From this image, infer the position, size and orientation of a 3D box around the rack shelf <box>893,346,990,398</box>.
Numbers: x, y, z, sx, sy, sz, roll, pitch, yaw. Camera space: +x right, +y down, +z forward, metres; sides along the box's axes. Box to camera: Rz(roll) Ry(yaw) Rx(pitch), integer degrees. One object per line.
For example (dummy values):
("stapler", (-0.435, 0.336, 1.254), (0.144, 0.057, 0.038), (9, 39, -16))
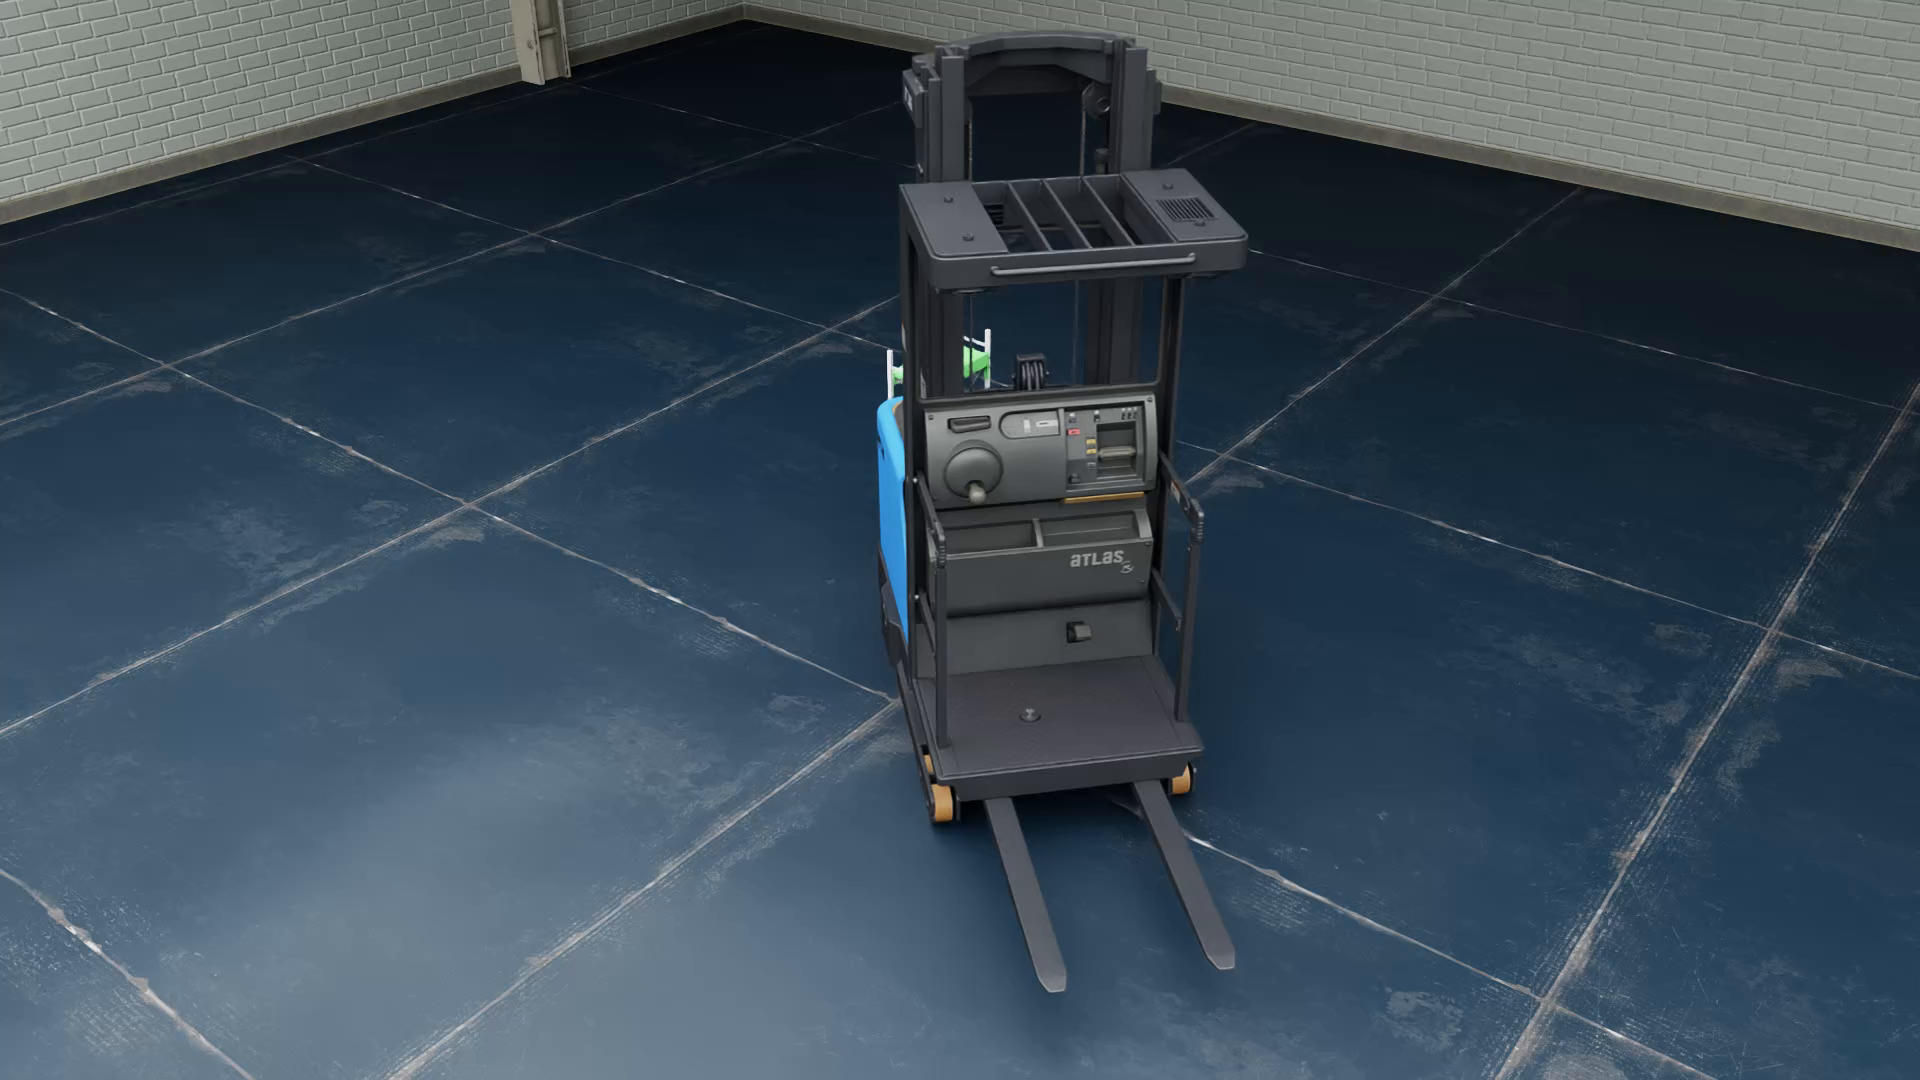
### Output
("rack shelf", (-0.100, -0.808, 8.119), (0.258, 0.148, 0.480), (21, 37, 31))

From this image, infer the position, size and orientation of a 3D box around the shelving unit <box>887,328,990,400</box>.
("shelving unit", (-0.100, -0.450, 8.332), (0.258, 1.200, 0.503), (21, 37, 31))

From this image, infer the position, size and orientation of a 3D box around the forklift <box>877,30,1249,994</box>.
("forklift", (0.365, -0.307, 6.394), (1.130, 2.935, 3.031), (-5, 31, -9))

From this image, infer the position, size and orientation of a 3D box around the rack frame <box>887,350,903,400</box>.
("rack frame", (-0.248, -0.351, 8.165), (0.240, 1.200, 0.015), (21, 37, 31))

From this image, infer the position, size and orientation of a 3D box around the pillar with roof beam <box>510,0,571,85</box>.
("pillar with roof beam", (-0.668, -7.121, 11.940), (9.100, 9.000, 0.400), (21, 37, 31))

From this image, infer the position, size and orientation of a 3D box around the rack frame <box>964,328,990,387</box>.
("rack frame", (0.048, -0.549, 8.499), (0.240, 1.200, 0.015), (21, 37, 31))
